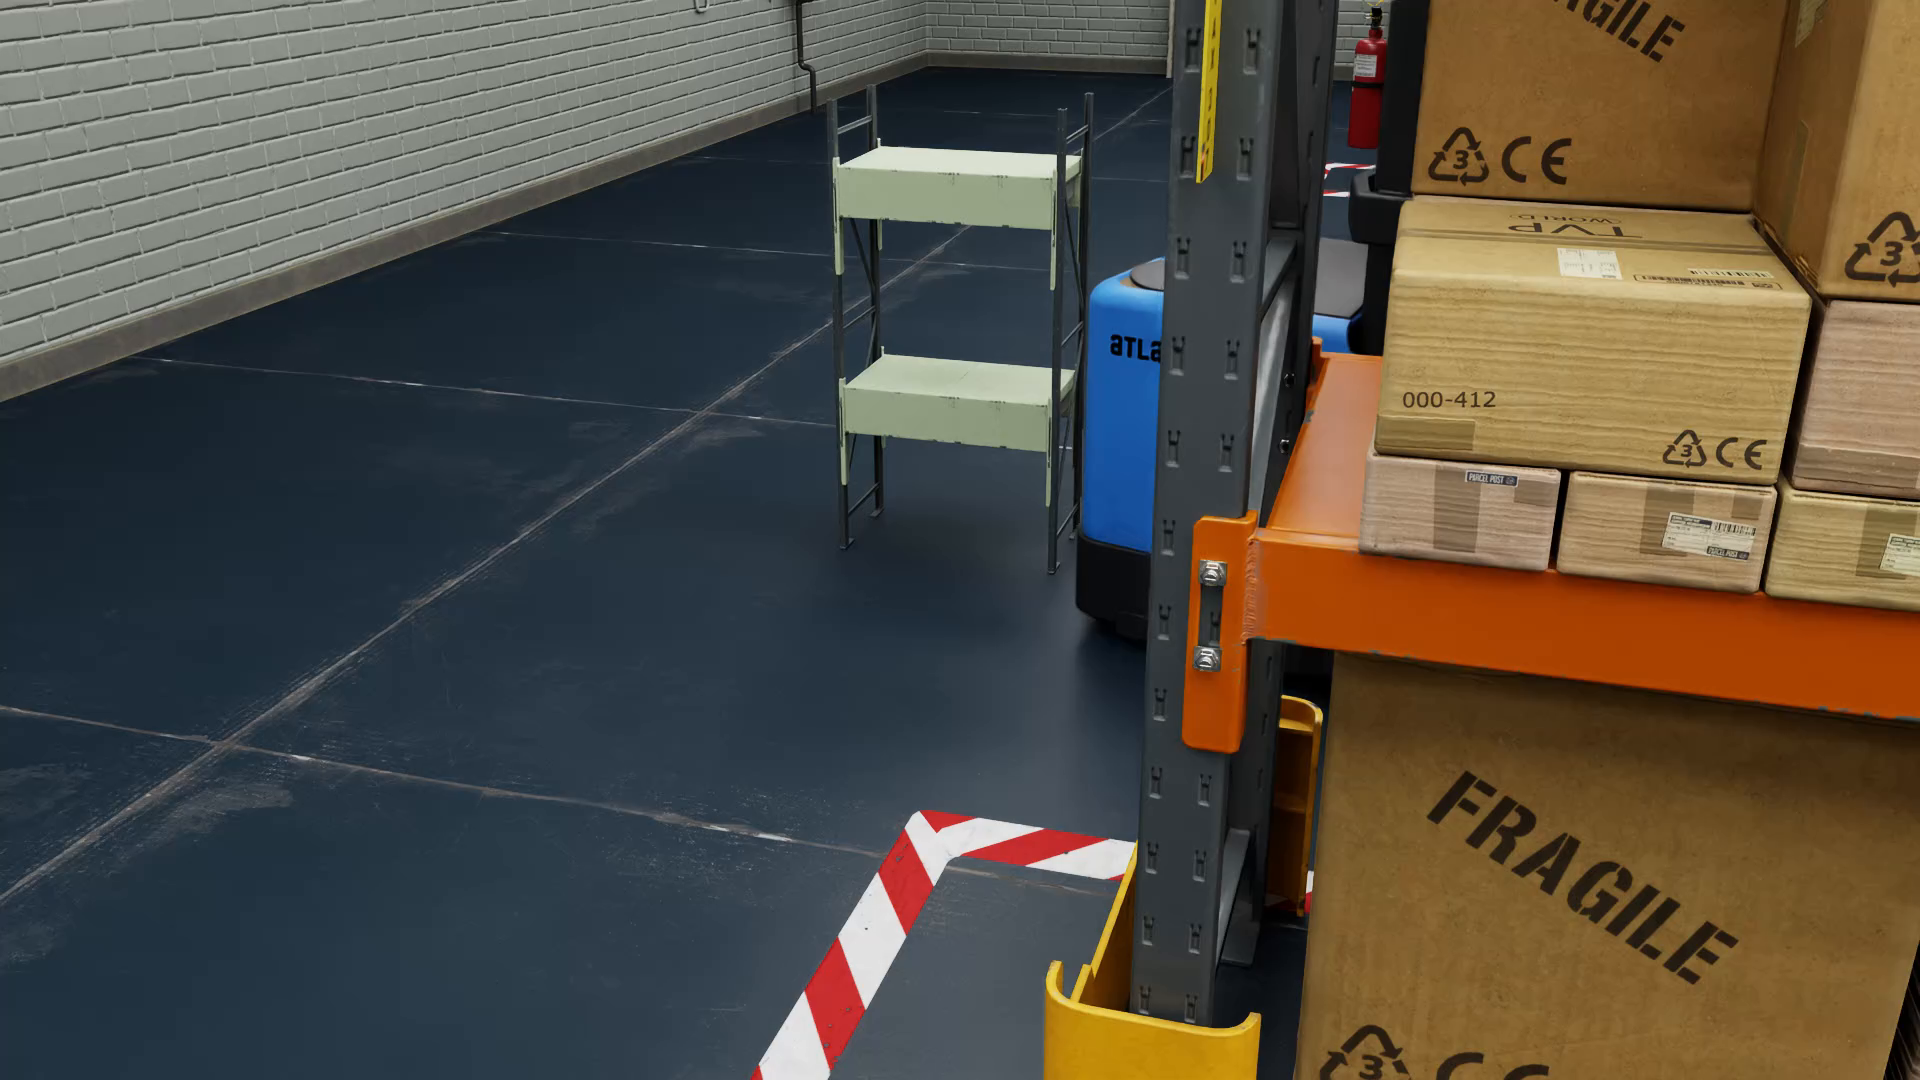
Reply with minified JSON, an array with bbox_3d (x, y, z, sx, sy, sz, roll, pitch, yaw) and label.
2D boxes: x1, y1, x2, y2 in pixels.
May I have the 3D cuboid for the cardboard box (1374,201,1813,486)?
[{"bbox_3d":[0.861,-0.297,2.347,0.500,0.250,0.500,6,23,14],"label":"cardboard box"}]

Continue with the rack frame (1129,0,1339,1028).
[{"bbox_3d":[0.480,-0.380,2.743,0.127,3.000,1.000,7,23,16],"label":"rack frame"}]

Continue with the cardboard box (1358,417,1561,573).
[{"bbox_3d":[0.724,-0.105,2.403,0.250,0.149,0.380,7,23,16],"label":"cardboard box"}]

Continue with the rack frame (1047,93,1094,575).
[{"bbox_3d":[0.357,-0.653,5.386,0.023,1.500,0.400,7,23,16],"label":"rack frame"}]

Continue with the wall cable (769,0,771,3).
[{"bbox_3d":[-1.664,-5.576,14.073,0.122,1.984,0.588,7,23,16],"label":"wall cable"}]

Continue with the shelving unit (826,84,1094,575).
[{"bbox_3d":[0.006,-0.693,5.484,0.755,1.500,0.431,7,23,16],"label":"shelving unit"}]

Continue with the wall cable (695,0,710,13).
[{"bbox_3d":[-2.063,-5.074,12.808,0.123,1.953,0.585,7,23,16],"label":"wall cable"}]

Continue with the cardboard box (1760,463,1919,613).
[{"bbox_3d":[1.216,-0.049,2.268,0.250,0.149,0.380,6,23,14],"label":"cardboard box"}]

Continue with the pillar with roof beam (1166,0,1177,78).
[{"bbox_3d":[1.208,-7.618,12.485,0.400,9.000,9.100,7,23,16],"label":"pillar with roof beam"}]

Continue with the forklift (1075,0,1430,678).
[{"bbox_3d":[1.870,-0.936,4.191,3.031,2.935,1.130,14,26,30],"label":"forklift"}]

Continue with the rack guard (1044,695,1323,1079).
[{"bbox_3d":[0.457,0.774,3.224,0.348,0.500,1.175,7,23,16],"label":"rack guard"}]

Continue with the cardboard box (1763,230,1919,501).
[{"bbox_3d":[1.361,-0.242,2.214,0.500,0.250,0.500,6,23,15],"label":"cardboard box"}]

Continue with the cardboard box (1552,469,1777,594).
[{"bbox_3d":[0.970,-0.077,2.336,0.250,0.149,0.380,6,23,15],"label":"cardboard box"}]

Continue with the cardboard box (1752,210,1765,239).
[{"bbox_3d":[1.506,-0.435,2.684,0.500,0.250,0.500,6,23,15],"label":"cardboard box"}]

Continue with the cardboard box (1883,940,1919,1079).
[{"bbox_3d":[1.987,0.550,2.723,0.875,0.875,0.875,7,23,16],"label":"cardboard box"}]

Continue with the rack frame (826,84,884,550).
[{"bbox_3d":[-0.344,-0.733,5.581,0.023,1.500,0.400,7,23,16],"label":"rack frame"}]

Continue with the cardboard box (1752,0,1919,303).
[{"bbox_3d":[1.340,-0.589,2.071,0.500,0.500,0.500,6,23,14],"label":"cardboard box"}]

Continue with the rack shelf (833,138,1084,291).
[{"bbox_3d":[0.006,-1.054,5.336,0.720,0.370,0.431,7,23,16],"label":"rack shelf"}]

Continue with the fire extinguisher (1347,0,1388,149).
[{"bbox_3d":[1.901,-2.158,7.671,0.183,0.674,0.296,7,23,16],"label":"fire extinguisher"}]

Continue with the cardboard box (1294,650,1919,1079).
[{"bbox_3d":[1.116,0.450,2.966,0.875,0.875,0.875,7,23,16],"label":"cardboard box"}]

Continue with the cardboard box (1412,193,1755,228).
[{"bbox_3d":[1.020,-0.491,2.820,0.500,0.250,0.500,6,23,15],"label":"cardboard box"}]

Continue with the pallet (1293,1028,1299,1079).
[{"bbox_3d":[1.268,0.970,3.128,1.213,0.211,1.003,7,23,16],"label":"pallet"}]

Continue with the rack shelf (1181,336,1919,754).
[{"bbox_3d":[2.395,0.173,2.345,4.000,0.370,1.077,7,23,16],"label":"rack shelf"}]

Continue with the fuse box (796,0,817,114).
[{"bbox_3d":[-1.316,-4.741,15.073,0.414,1.711,0.539,7,23,16],"label":"fuse box"}]

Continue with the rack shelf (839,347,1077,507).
[{"bbox_3d":[0.006,-0.392,5.607,0.720,0.370,0.431,7,23,16],"label":"rack shelf"}]

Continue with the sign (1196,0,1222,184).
[{"bbox_3d":[0.314,-0.616,2.074,0.005,0.325,0.100,7,23,16],"label":"sign"}]

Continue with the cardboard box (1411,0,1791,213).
[{"bbox_3d":[1.022,-0.837,2.675,0.500,0.500,0.500,7,23,16],"label":"cardboard box"}]
